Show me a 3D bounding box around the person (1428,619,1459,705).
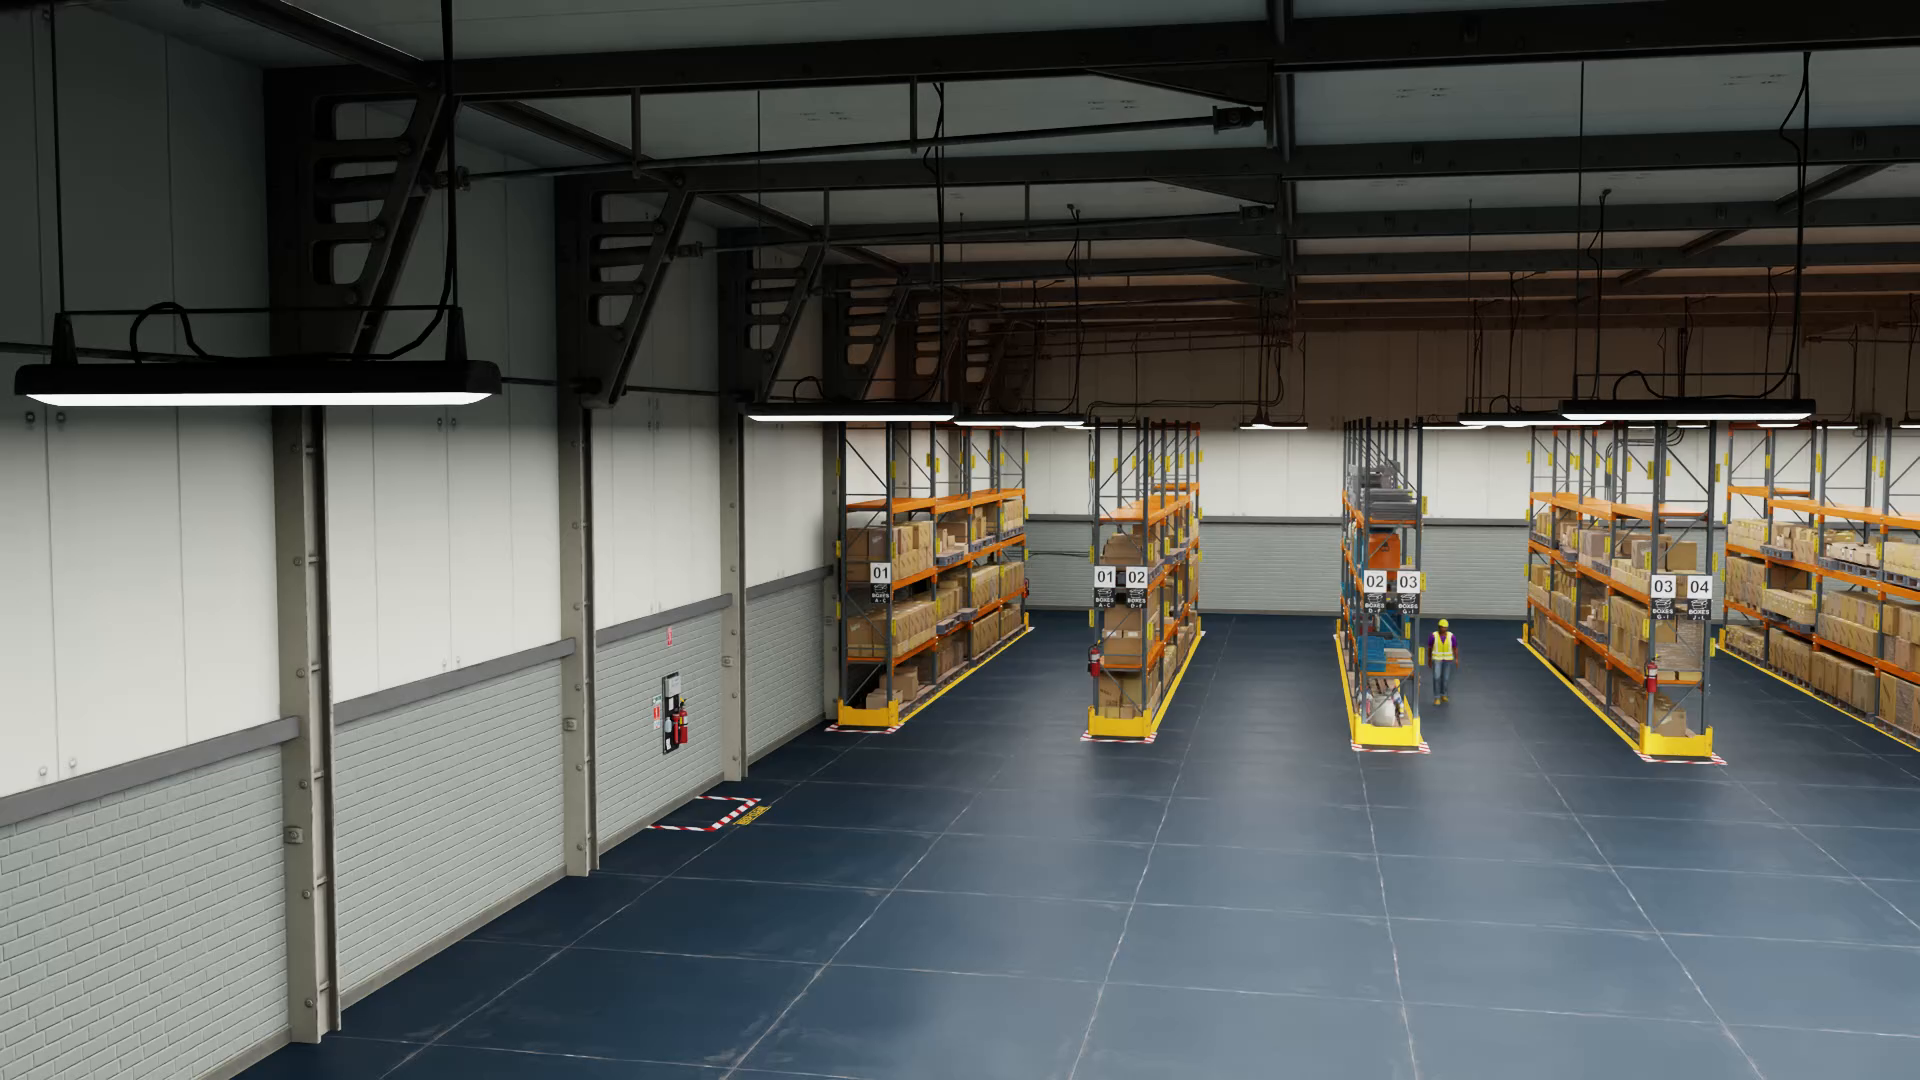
[{"bbox_3d":[10.203,2.576,35.104,0.612,1.815,0.572,1,4,9],"label":"person"}]
